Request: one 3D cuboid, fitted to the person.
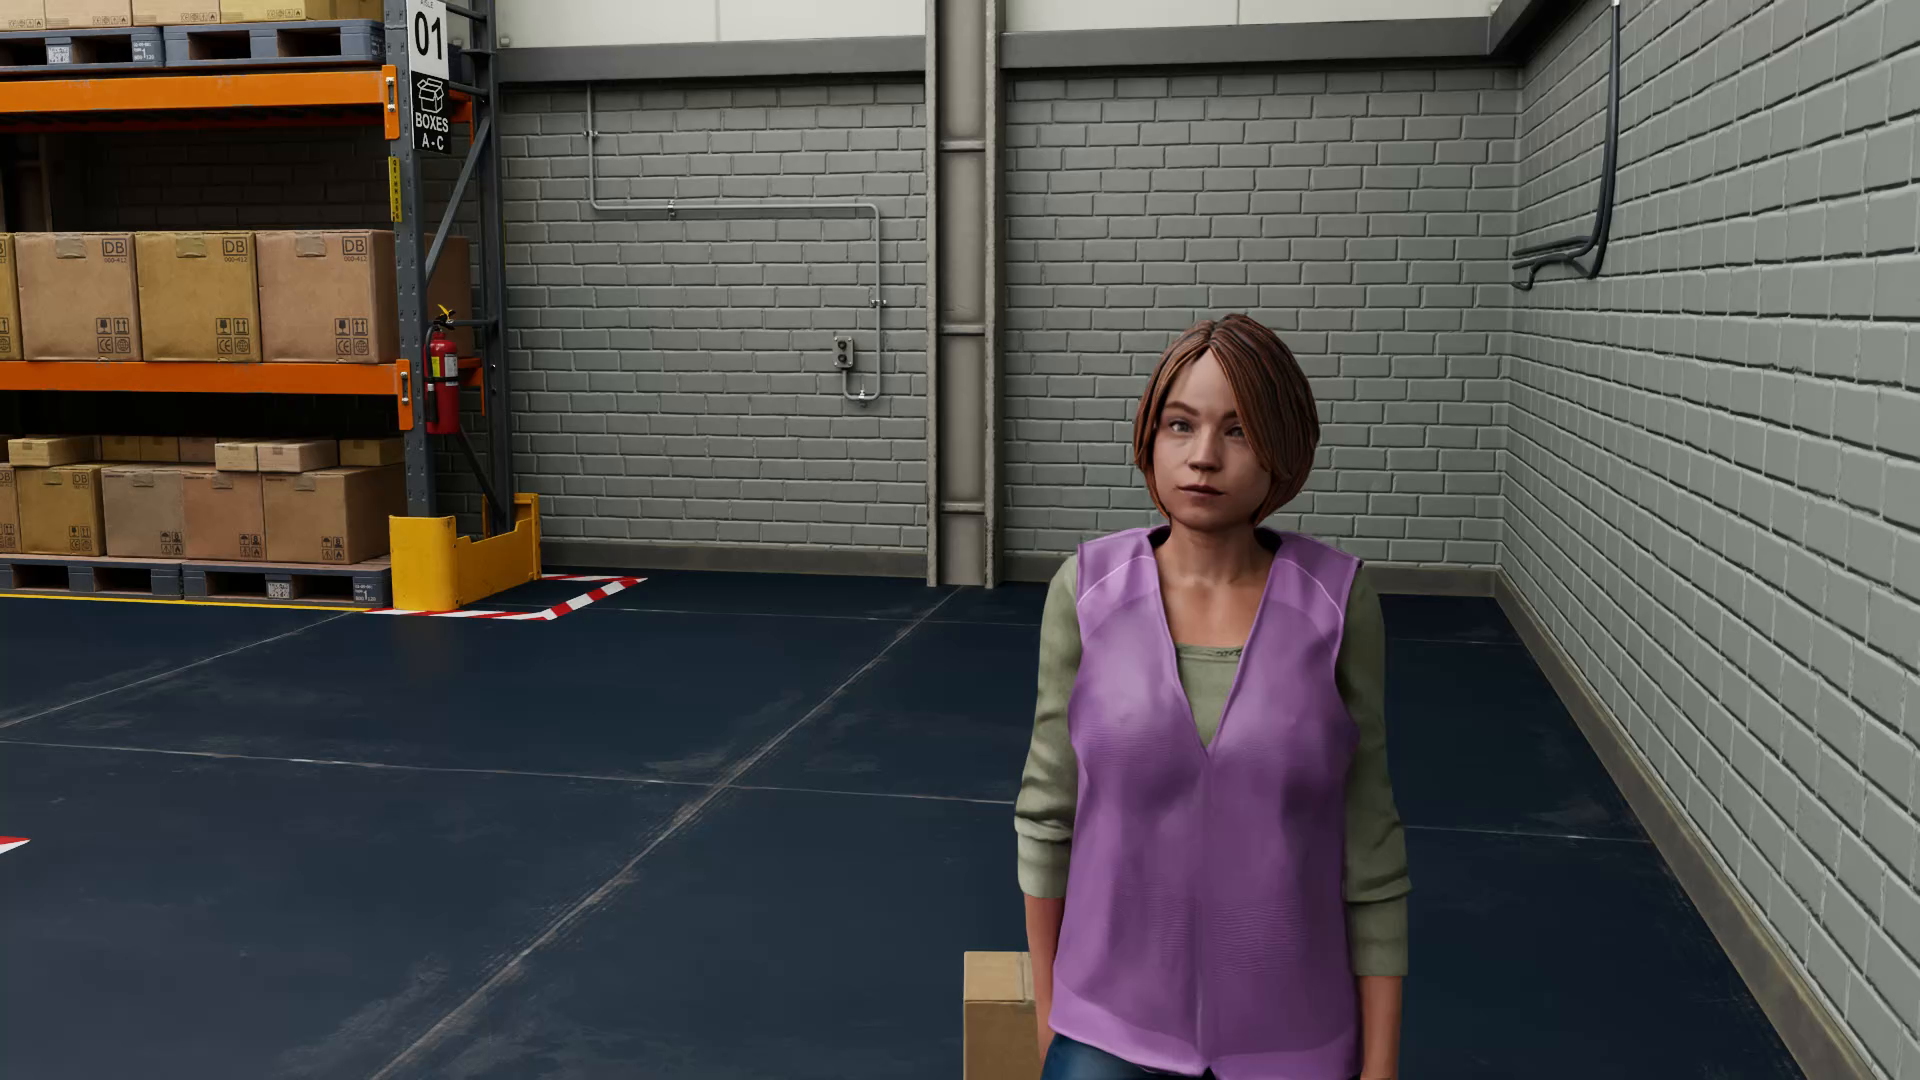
[{"bbox_3d":[0.260,0.568,1.785,0.424,1.607,0.438,1,8,7],"label":"person"}]
